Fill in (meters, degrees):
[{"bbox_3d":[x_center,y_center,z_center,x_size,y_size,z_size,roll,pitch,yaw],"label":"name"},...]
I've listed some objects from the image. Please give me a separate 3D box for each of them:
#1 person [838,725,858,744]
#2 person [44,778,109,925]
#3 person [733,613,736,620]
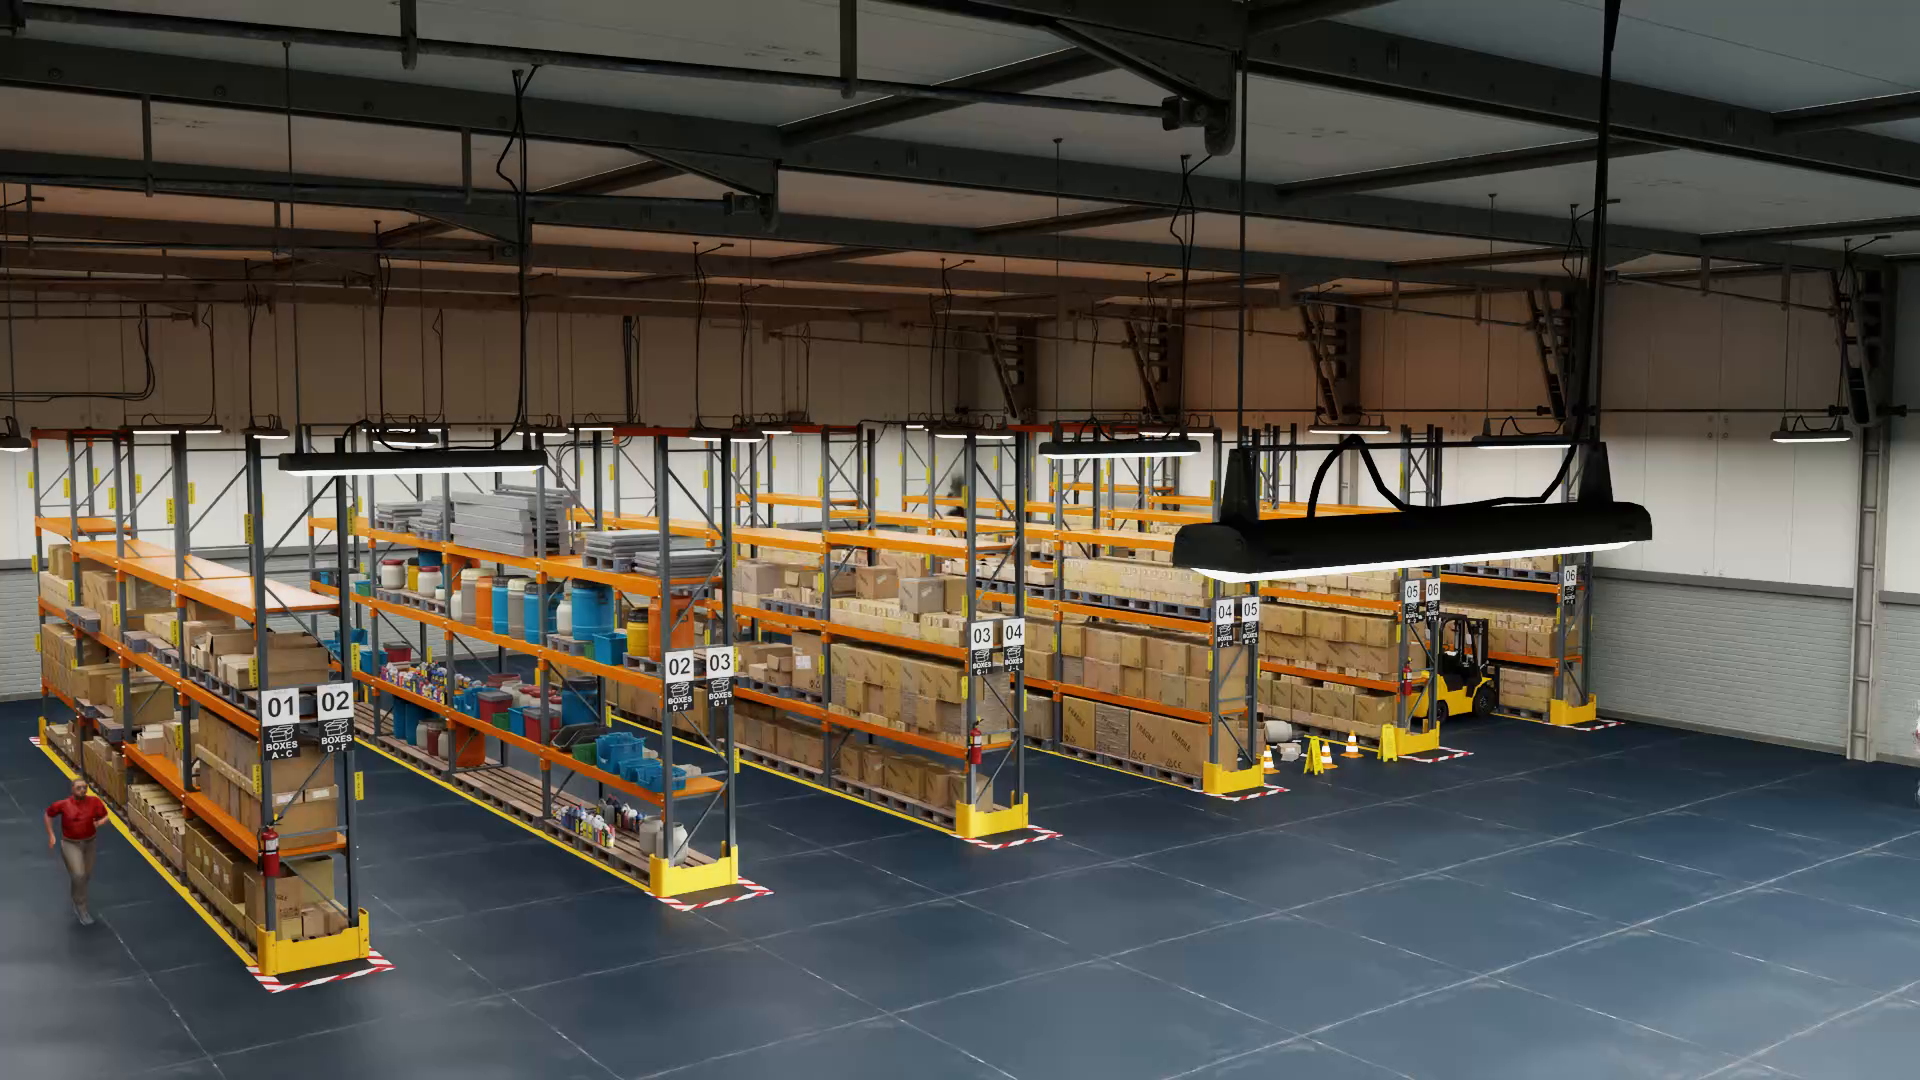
[{"bbox_3d":[-2.109,2.956,31.699,0.652,1.830,0.791,-4,6,-43],"label":"person"},{"bbox_3d":[-10.959,3.842,20.699,0.892,1.787,0.634,4,6,39],"label":"person"},{"bbox_3d":[-5.633,2.249,41.773,0.667,1.667,0.719,-2,5,-24],"label":"person"}]
